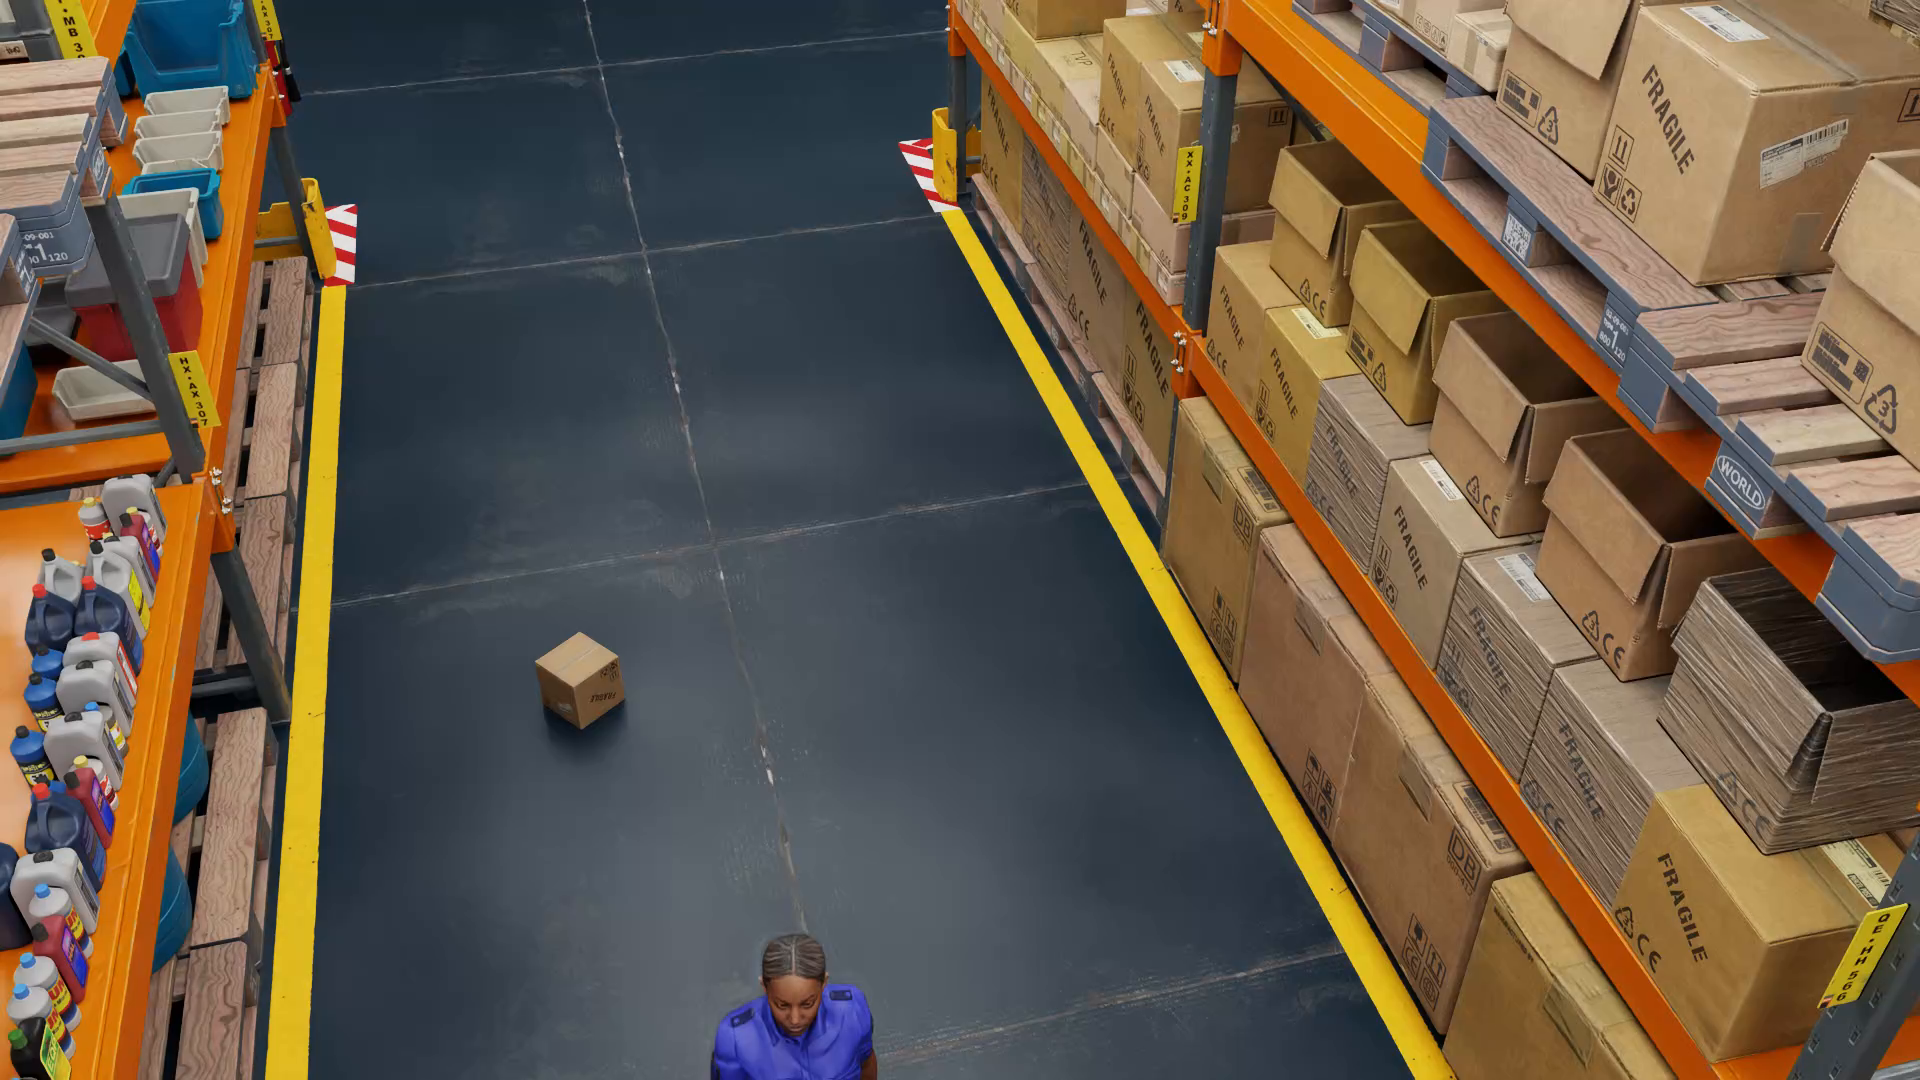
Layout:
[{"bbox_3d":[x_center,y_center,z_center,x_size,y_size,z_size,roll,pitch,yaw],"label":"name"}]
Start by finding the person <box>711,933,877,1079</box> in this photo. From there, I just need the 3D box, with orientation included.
[{"bbox_3d":[-0.431,1.692,4.574,0.473,1.595,0.989,-7,39,-8],"label":"person"}]
